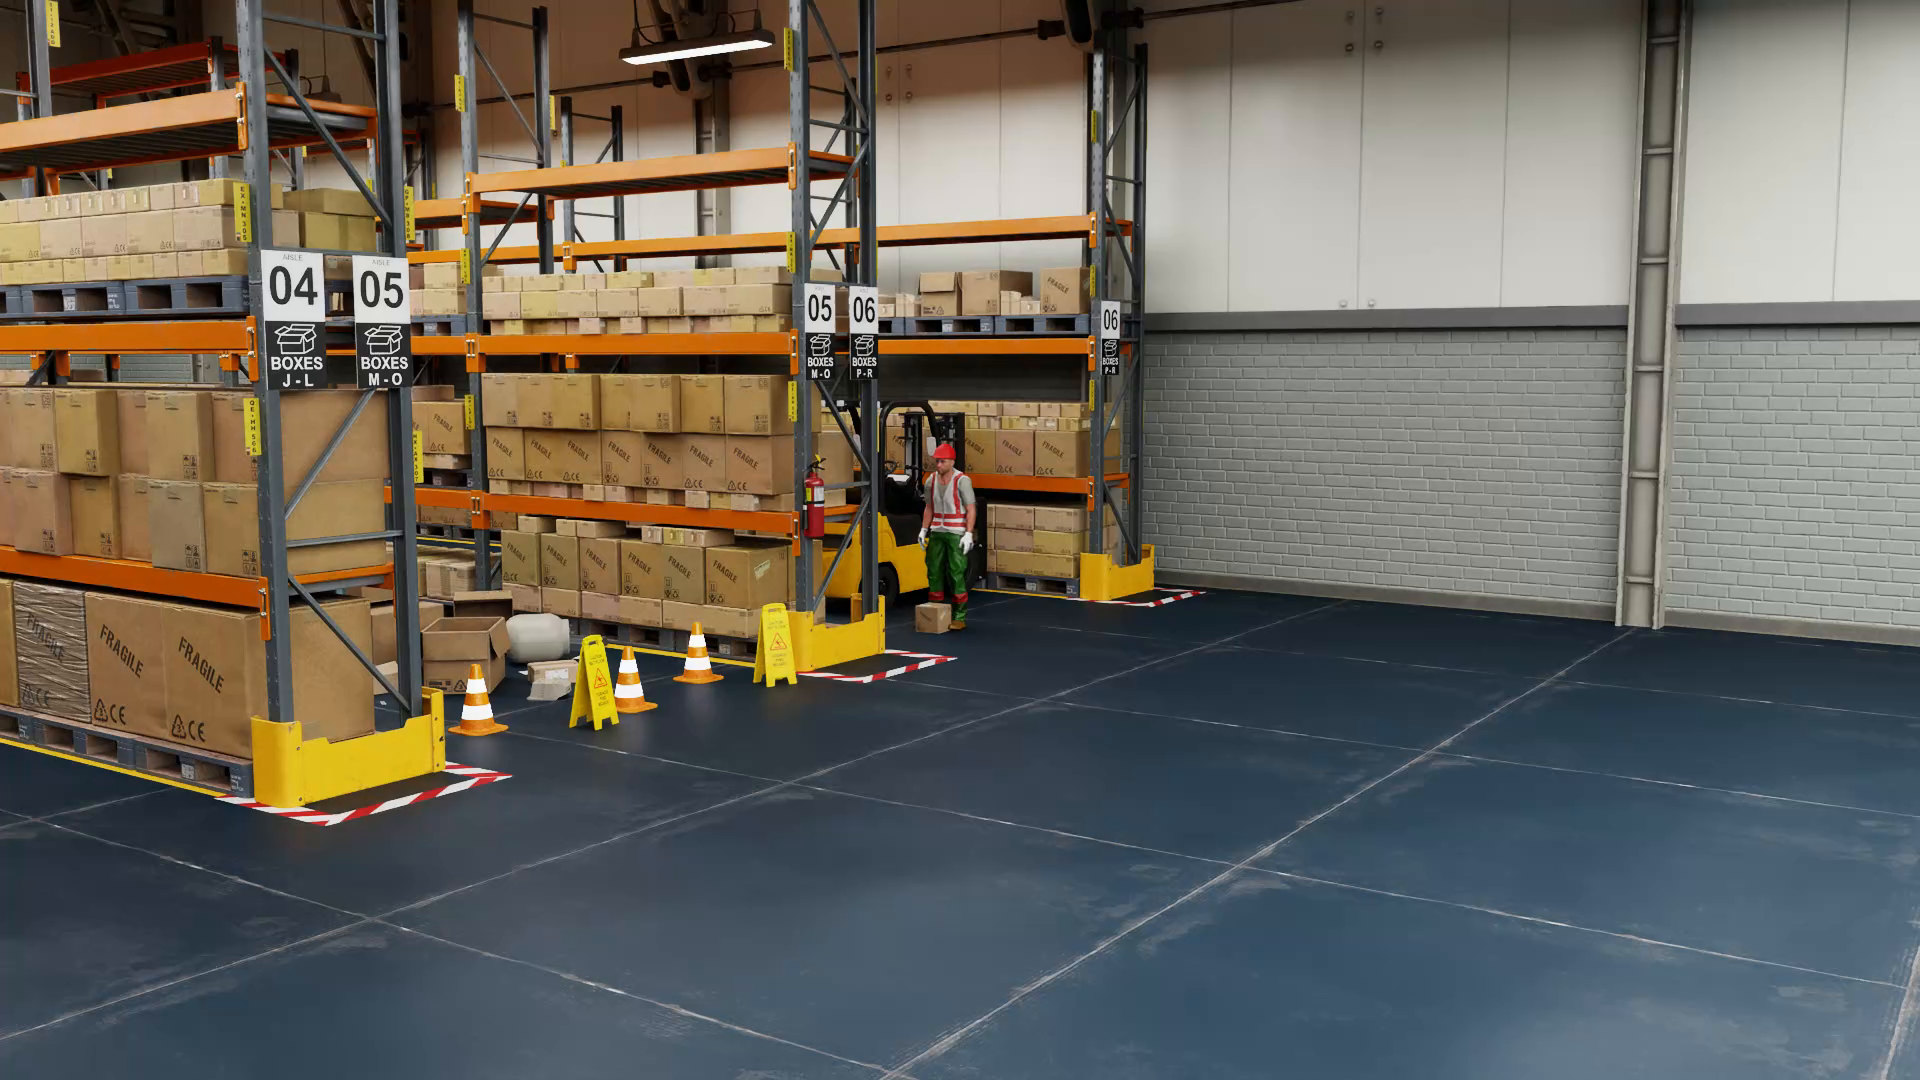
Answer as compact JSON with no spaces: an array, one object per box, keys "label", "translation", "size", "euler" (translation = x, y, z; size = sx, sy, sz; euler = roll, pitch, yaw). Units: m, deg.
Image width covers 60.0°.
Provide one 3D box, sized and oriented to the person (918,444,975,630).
[{"label":"person","translation":[-0.129,-0.035,15.968],"size":[0.607,1.780,0.449],"euler":[4,7,34]}]
